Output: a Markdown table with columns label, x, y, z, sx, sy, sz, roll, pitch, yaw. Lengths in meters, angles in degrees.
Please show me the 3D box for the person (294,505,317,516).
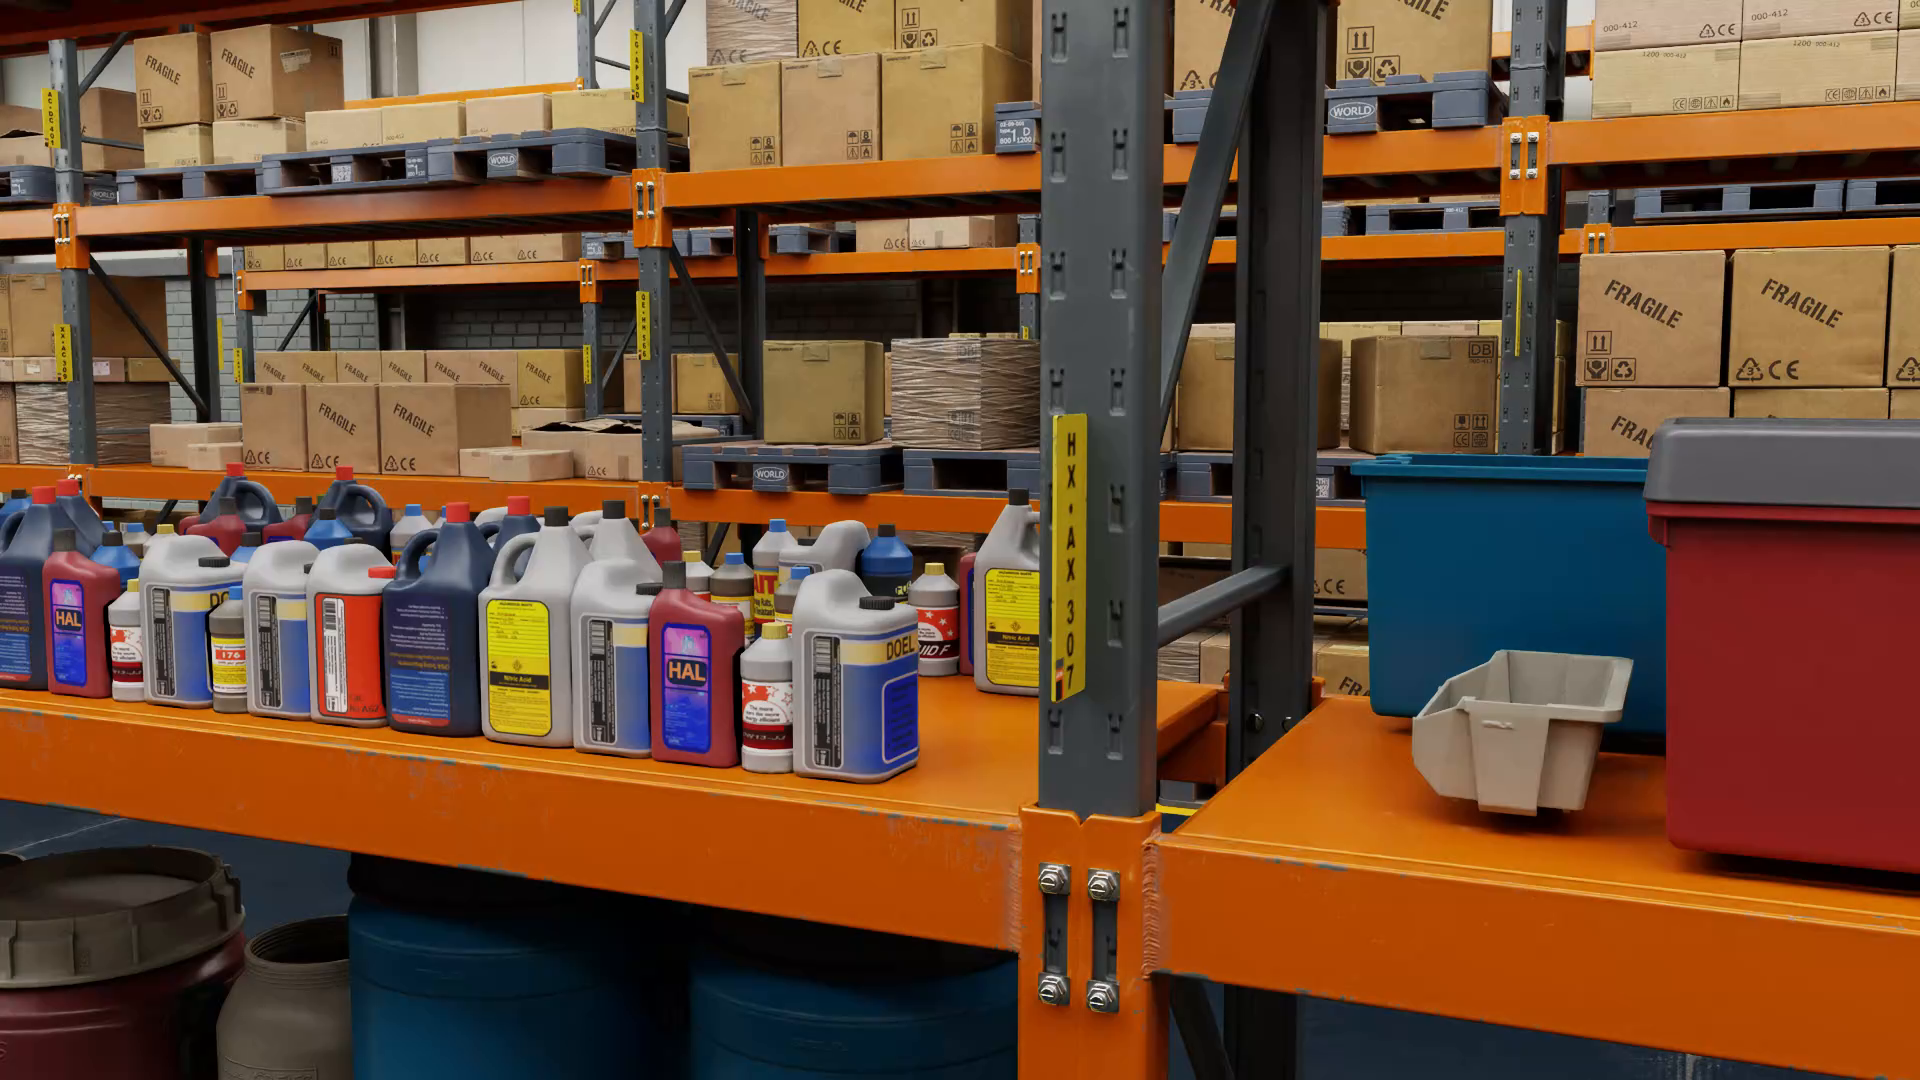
| label | x | y | z | sx | sy | sz | roll | pitch | yaw |
| --- | --- | --- | --- | --- | --- | --- | --- | --- | --- |
| person | -4.556 | -0.162 | 11.963 | 0.899 | 1.593 | 0.475 | 2 | 6 | 21 |
